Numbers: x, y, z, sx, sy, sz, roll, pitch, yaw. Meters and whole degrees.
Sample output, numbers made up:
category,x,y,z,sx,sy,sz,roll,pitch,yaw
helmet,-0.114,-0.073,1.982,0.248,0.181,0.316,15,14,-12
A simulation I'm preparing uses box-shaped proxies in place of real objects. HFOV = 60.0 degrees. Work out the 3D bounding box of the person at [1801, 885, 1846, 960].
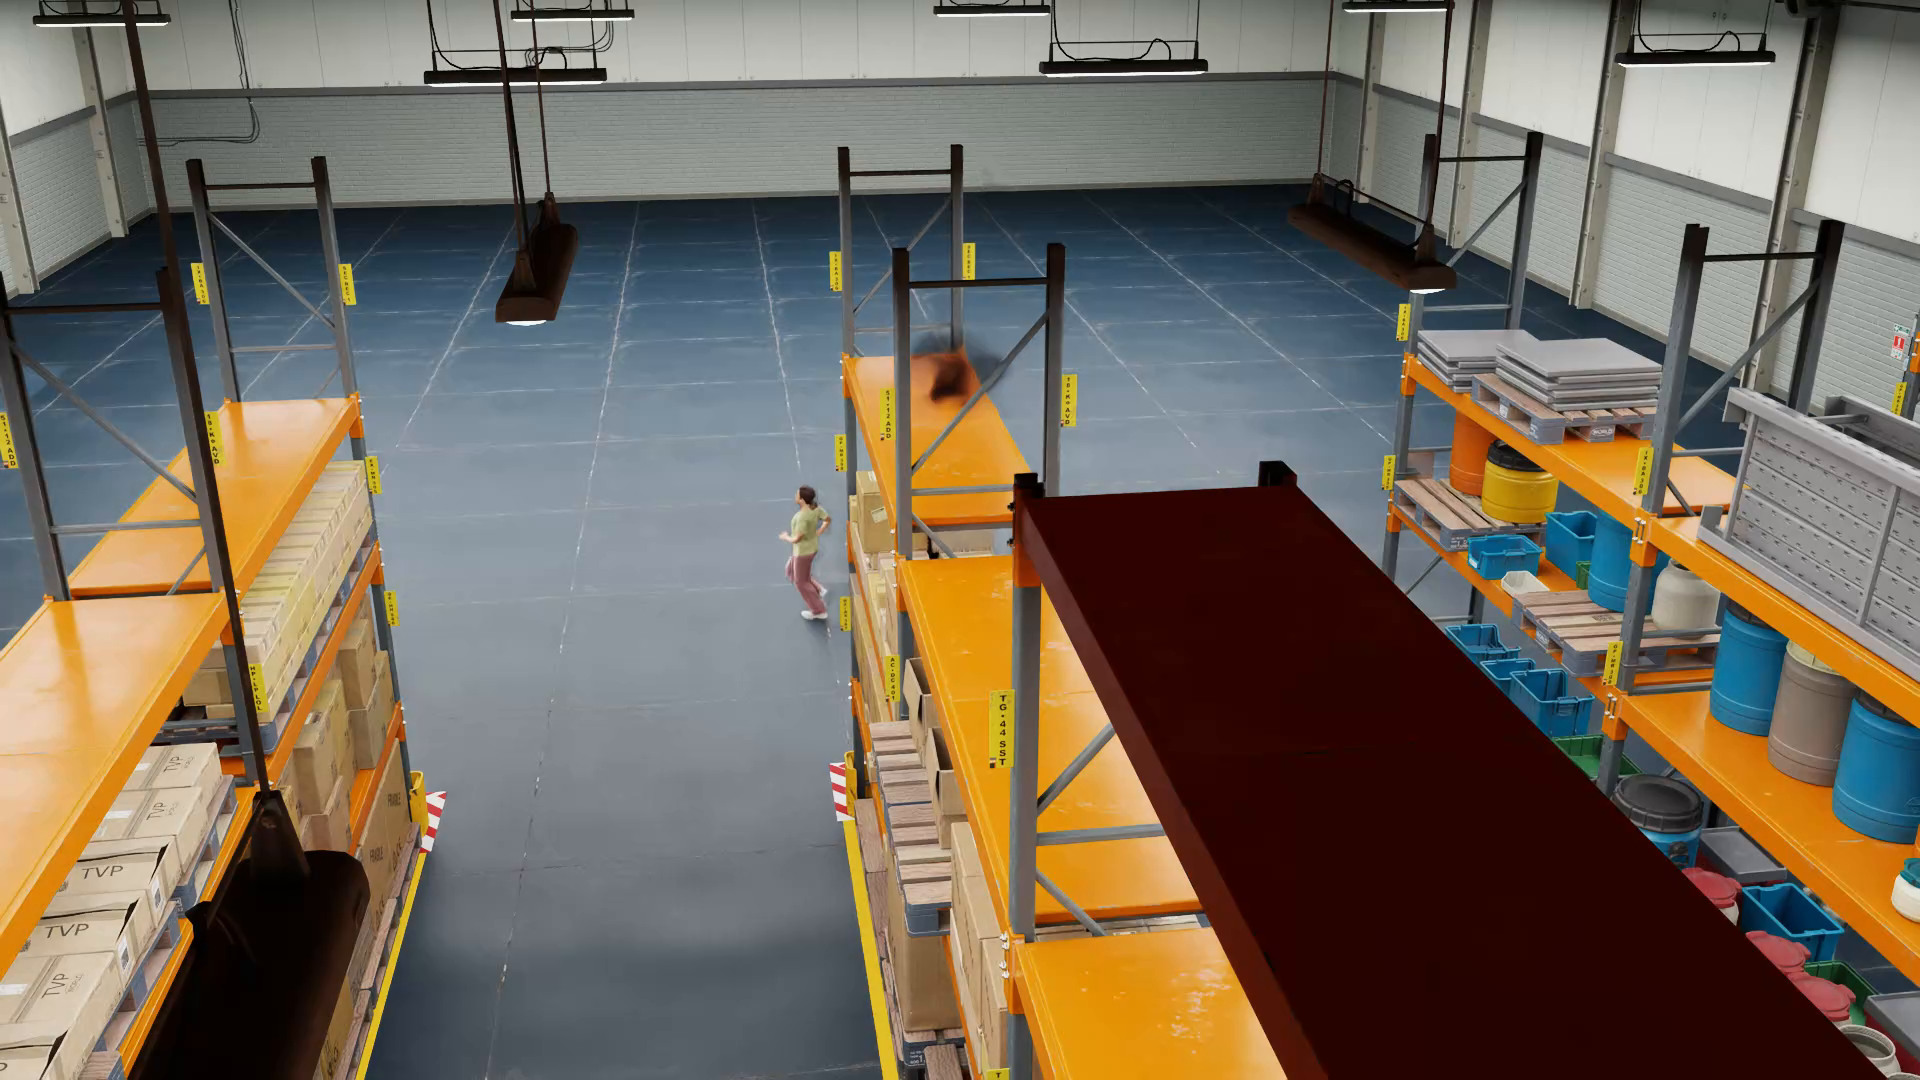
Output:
category,x,y,z,sx,sy,sz,roll,pitch,yaw
person,6.562,2.726,12.511,0.611,1.649,0.569,-5,22,-13

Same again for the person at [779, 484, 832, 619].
category,x,y,z,sx,sy,sz,roll,pitch,yaw
person,-1.803,0.127,19.090,0.550,1.629,0.566,6,22,14
